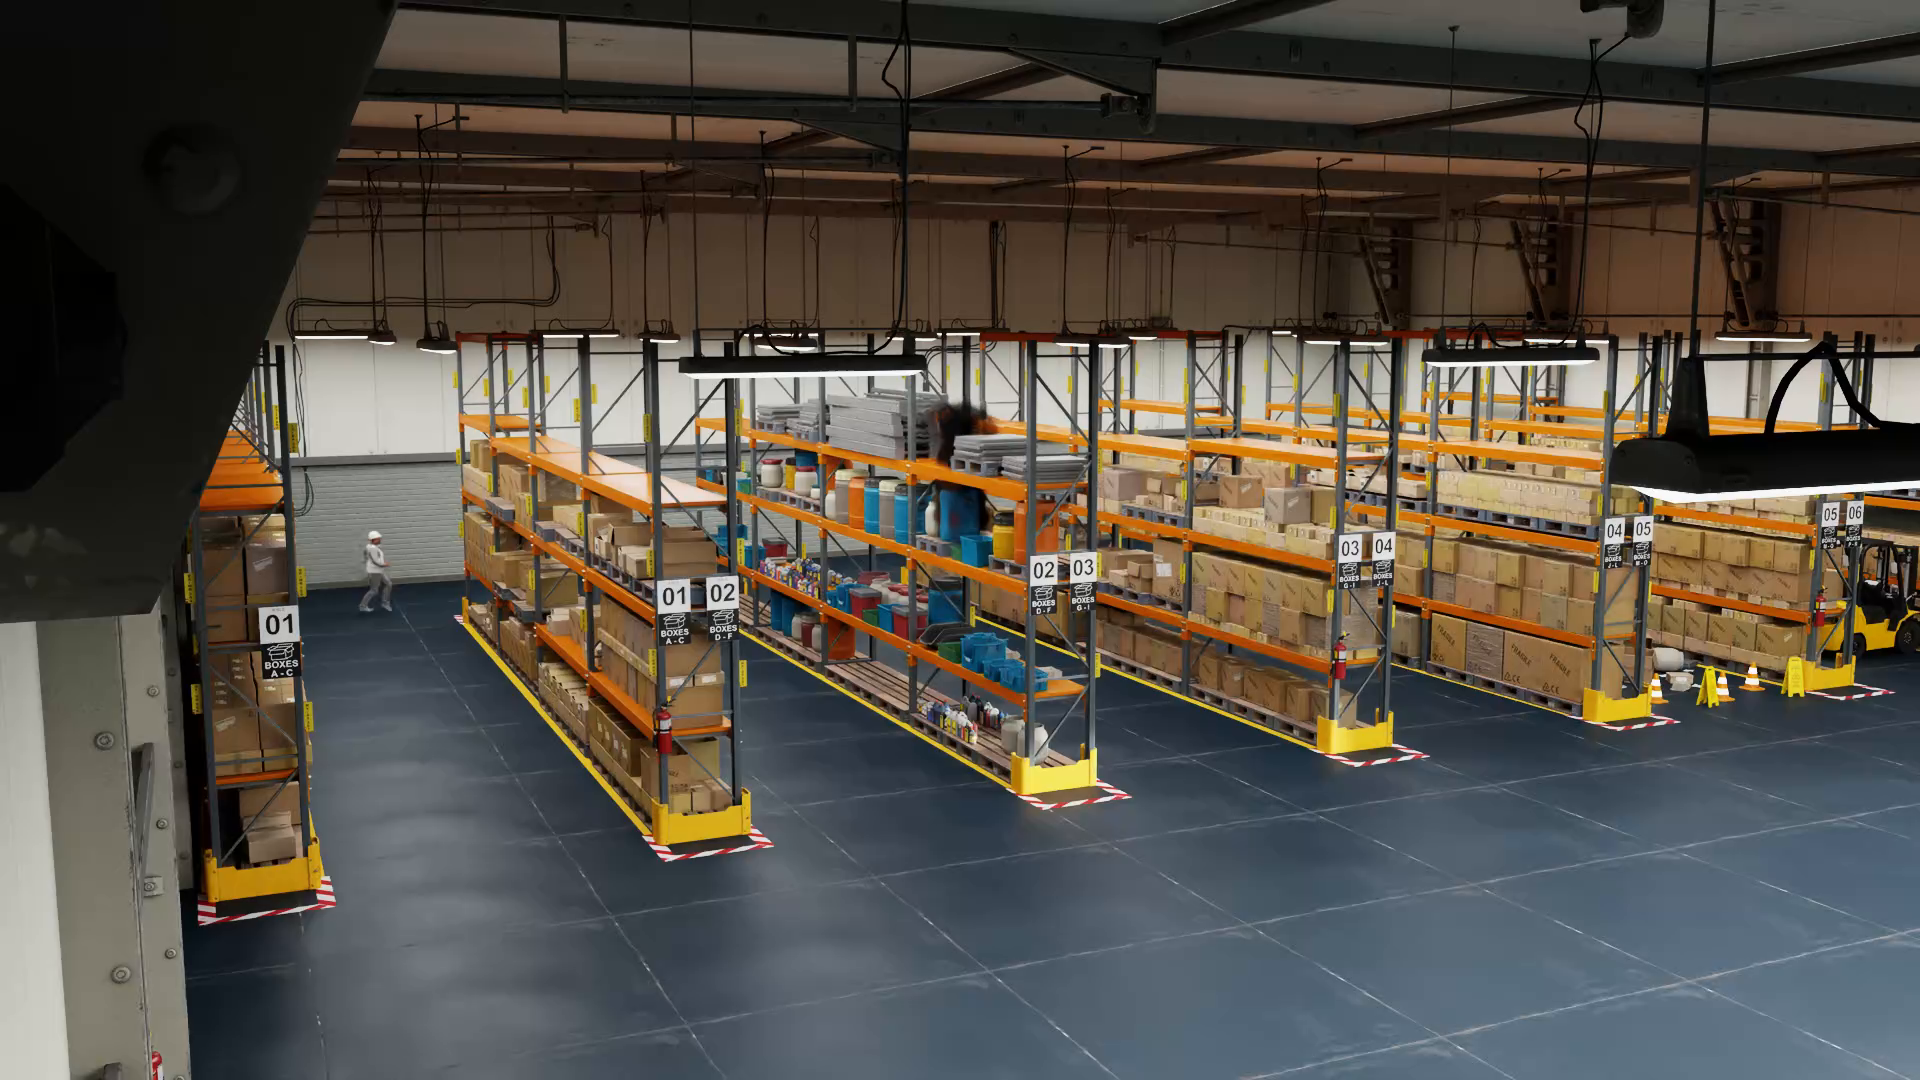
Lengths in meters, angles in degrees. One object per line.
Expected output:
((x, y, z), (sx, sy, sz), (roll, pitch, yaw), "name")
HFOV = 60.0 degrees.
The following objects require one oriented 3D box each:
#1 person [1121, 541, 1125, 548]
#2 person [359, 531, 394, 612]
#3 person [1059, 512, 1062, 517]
((3.178, 0.840, 34.403), (0.841, 1.688, 0.776), (1, 8, 9), "person")
((-12.457, 0.700, 35.389), (0.712, 1.804, 0.674), (-3, 8, -22), "person")
((2.160, 0.123, 40.026), (0.724, 1.654, 0.768), (-1, 8, -7), "person")
